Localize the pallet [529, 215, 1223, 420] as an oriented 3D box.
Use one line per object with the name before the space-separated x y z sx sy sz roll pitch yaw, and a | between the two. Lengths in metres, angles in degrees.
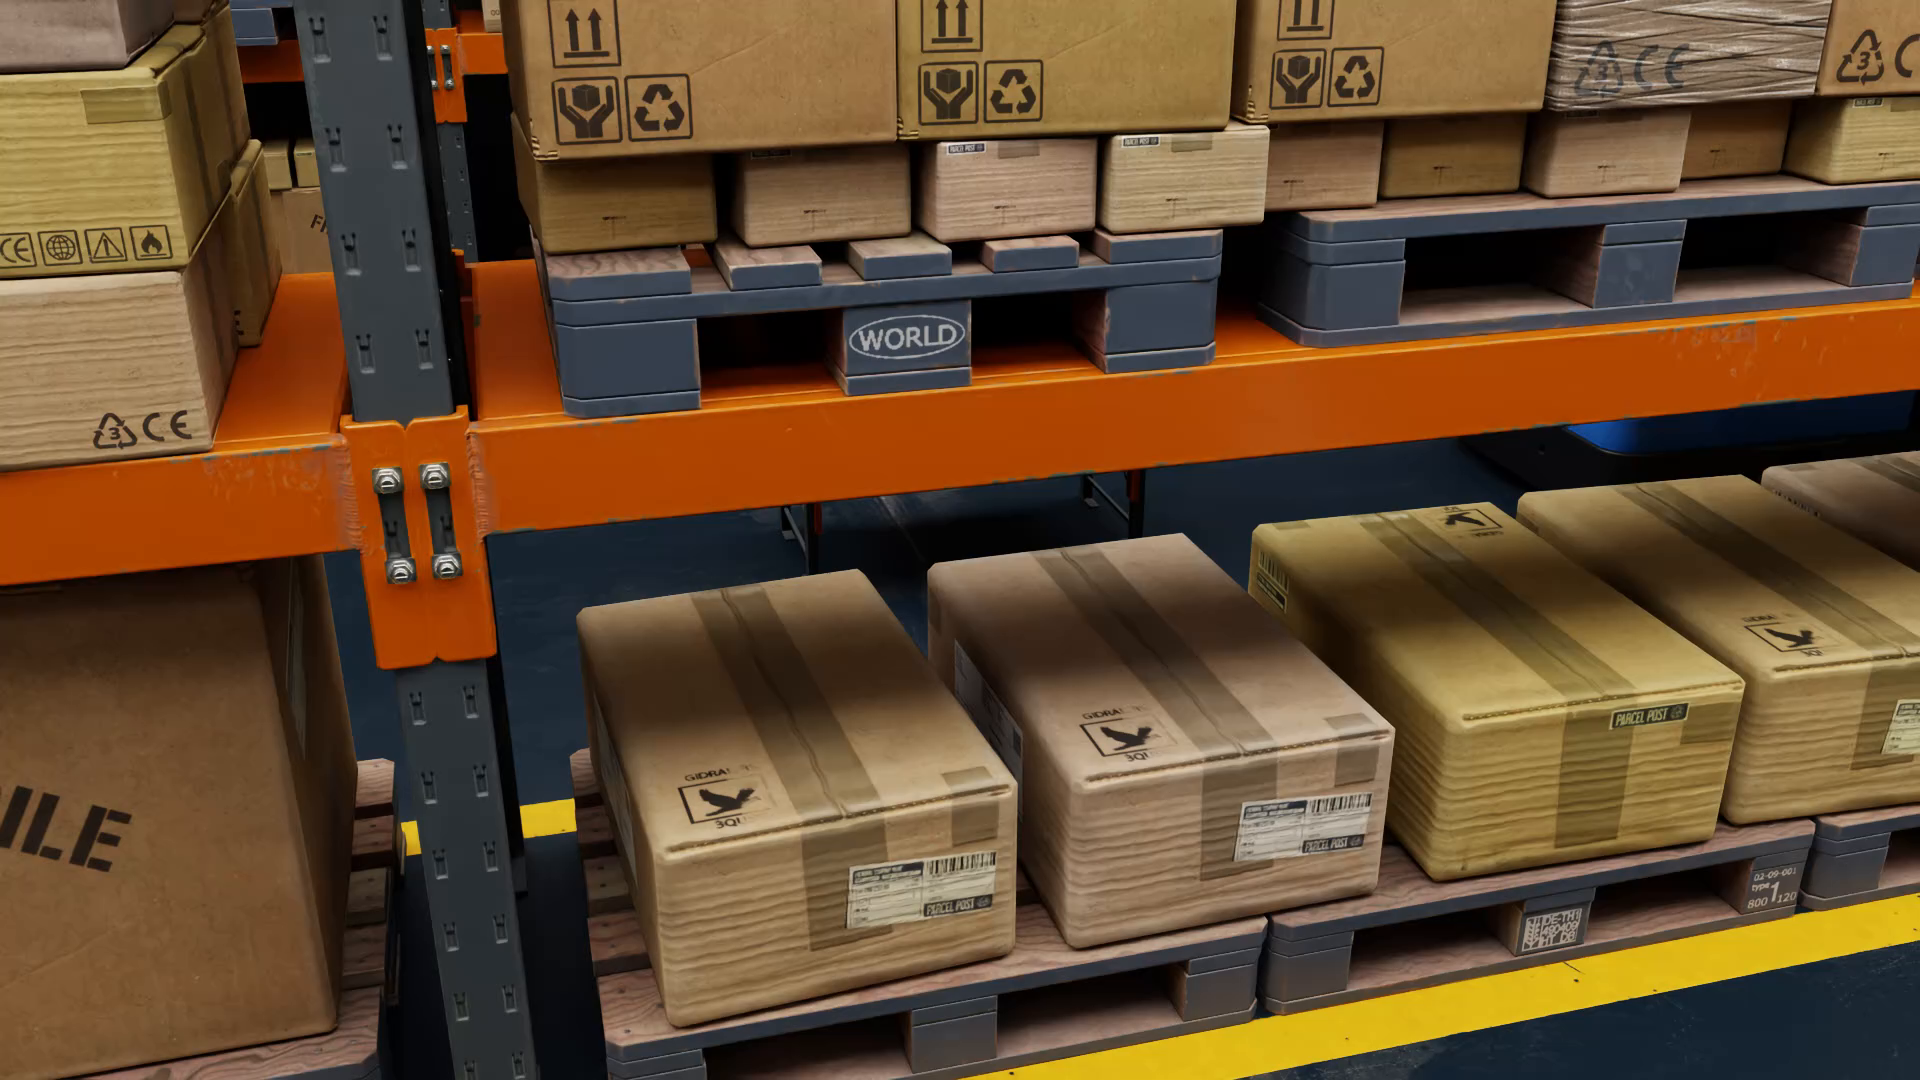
pallet | -0.238 -0.544 2.957 1.003 0.211 1.213 -6 24 -14

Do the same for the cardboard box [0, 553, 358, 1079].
cardboard box | -1.583 0.310 2.886 0.875 0.875 0.875 -7 24 -15

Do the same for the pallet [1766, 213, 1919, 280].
pallet | 2.181 -0.828 3.618 1.213 0.211 1.003 -6 24 -14

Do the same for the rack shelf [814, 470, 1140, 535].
rack shelf | -0.007 -0.292 5.123 1.000 0.278 0.538 -6 24 -14

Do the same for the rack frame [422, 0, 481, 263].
rack frame | -2.240 -2.400 7.039 0.127 3.000 1.000 -6 24 -14

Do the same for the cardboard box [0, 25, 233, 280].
cardboard box | -1.293 -0.529 2.234 0.500 0.250 0.500 -6 24 -15

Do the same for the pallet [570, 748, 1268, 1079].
pallet | -0.143 0.683 3.391 1.213 0.211 1.003 -6 24 -14

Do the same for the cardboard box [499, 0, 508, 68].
cardboard box | -0.533 -1.045 2.846 0.500 0.500 0.500 -7 24 -16

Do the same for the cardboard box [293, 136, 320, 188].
cardboard box | -2.647 -1.593 6.974 0.250 0.149 0.380 -8 24 -17

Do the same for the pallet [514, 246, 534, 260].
pallet | -1.437 -1.191 7.759 1.213 0.211 1.003 -6 24 -14

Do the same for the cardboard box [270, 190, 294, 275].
cardboard box | -3.074 -1.268 7.039 0.500 0.500 0.500 -7 24 -15

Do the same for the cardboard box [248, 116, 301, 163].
cardboard box | -3.089 -1.787 7.425 0.250 0.149 0.380 -6 24 -13

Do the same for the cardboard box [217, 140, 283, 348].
cardboard box | -1.435 -0.490 2.779 0.500 0.250 0.500 -7 24 -15

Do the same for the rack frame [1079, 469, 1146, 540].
rack frame | 0.483 -0.570 5.153 0.032 1.125 0.500 -6 24 -14

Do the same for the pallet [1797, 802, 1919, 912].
pallet | 2.207 0.423 3.996 1.213 0.211 1.003 -6 24 -14

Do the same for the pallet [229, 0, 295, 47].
pallet | -2.874 -2.213 6.846 1.003 0.211 1.213 -6 24 -14

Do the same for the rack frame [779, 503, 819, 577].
rack frame | -0.496 -0.462 4.900 0.032 1.125 0.500 -6 24 -14

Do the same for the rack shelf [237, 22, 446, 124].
rack shelf | -4.166 -1.856 6.684 4.000 0.370 1.077 -6 24 -14

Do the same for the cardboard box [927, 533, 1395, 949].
cardboard box | 0.360 0.361 3.405 0.625 0.372 0.950 -7 24 -15

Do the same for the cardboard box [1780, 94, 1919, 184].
cardboard box | 1.549 -0.757 2.995 0.250 0.149 0.380 -6 24 -14

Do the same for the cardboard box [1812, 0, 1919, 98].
cardboard box | 1.597 -1.075 2.915 0.500 0.500 0.500 -5 24 -13

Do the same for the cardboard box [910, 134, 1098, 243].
cardboard box | 0.025 -0.586 2.598 0.250 0.149 0.380 -8 24 -18

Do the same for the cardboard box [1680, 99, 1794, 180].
cardboard box | 1.267 -0.768 3.021 0.250 0.149 0.380 -7 24 -16

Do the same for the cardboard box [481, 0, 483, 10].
cardboard box | -1.876 -2.476 7.406 0.500 0.250 0.500 -7 24 -15

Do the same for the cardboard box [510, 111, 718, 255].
cardboard box | -0.532 -0.557 2.531 0.250 0.149 0.380 -8 24 -17

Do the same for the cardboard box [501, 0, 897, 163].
cardboard box | -0.400 -0.851 2.394 0.500 0.500 0.500 -7 24 -16

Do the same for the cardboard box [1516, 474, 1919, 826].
cardboard box | 1.760 0.207 3.762 0.625 0.372 0.950 -5 24 -11

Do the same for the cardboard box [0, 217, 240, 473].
cardboard box | -1.312 -0.294 2.322 0.500 0.250 0.500 -7 24 -16

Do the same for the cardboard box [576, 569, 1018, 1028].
cardboard box | -0.349 0.442 3.215 0.625 0.372 0.950 -8 24 -18

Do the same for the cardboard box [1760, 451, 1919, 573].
cardboard box | 2.452 0.130 3.944 0.625 0.372 0.950 -6 24 -14

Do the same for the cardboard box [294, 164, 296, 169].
cardboard box | -2.721 -1.506 7.592 0.500 0.500 0.500 -5 24 -12

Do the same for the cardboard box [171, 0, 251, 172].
cardboard box | -1.450 -0.716 2.672 0.500 0.250 0.500 -6 24 -15

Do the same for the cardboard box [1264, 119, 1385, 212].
cardboard box | 0.506 -0.663 2.777 0.250 0.149 0.380 -5 24 -11

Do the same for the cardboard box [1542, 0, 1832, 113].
cardboard box | 1.093 -1.019 2.784 0.500 0.500 0.500 -7 24 -16

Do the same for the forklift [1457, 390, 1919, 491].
forklift | 3.325 -1.652 5.384 3.031 2.935 1.130 -6 24 -13

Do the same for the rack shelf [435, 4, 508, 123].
rack shelf | -0.314 -2.282 7.677 4.000 0.370 1.077 -6 24 -14

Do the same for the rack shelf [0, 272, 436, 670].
rack shelf | -2.821 0.028 2.293 4.000 0.370 1.077 -6 24 -14

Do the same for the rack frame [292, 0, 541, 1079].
rack frame | -0.895 -0.516 2.648 0.127 3.000 1.000 -6 24 -14

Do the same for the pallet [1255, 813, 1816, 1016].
pallet | 1.030 0.554 3.690 1.213 0.211 1.003 -6 24 -14

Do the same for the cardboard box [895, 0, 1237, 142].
cardboard box | 0.100 -0.910 2.529 0.500 0.500 0.500 -5 24 -12

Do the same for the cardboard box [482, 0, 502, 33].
cardboard box | -1.747 -2.285 6.962 0.500 0.250 0.500 -6 24 -14

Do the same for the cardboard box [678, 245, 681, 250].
cardboard box | -1.636 -1.563 7.567 0.625 0.625 0.875 -6 24 -13

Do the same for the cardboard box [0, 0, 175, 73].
cardboard box | -1.323 -0.867 2.071 0.500 0.500 0.500 -7 24 -16

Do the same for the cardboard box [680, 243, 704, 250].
cardboard box | -1.009 -1.635 7.736 0.625 0.625 0.875 -6 24 -13

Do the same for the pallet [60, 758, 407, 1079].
pallet | -1.675 0.821 3.069 1.213 0.211 1.003 -6 24 -14

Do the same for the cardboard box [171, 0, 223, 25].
cardboard box | -1.436 -1.062 2.525 0.500 0.500 0.500 -7 24 -16

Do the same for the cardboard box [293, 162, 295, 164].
cardboard box | -3.199 -1.461 7.488 0.500 0.500 0.500 -6 24 -14

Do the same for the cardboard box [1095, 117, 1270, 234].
cardboard box | 0.295 -0.608 2.648 0.250 0.149 0.380 -6 24 -14

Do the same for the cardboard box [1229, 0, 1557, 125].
cardboard box | 0.610 -0.969 2.667 0.500 0.500 0.500 -6 24 -13

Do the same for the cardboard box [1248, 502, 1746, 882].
cardboard box | 1.091 0.282 3.588 0.625 0.372 0.950 -6 24 -13

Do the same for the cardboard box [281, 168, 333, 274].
cardboard box | -2.589 -1.317 7.154 0.500 0.500 0.500 -6 24 -13

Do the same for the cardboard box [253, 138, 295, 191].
cardboard box | -2.901 -1.553 6.879 0.250 0.149 0.380 -8 24 -17

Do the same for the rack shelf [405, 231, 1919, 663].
rack shelf | 1.030 -0.398 3.286 4.000 0.370 1.077 -6 24 -14

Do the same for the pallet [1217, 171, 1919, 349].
pallet | 0.999 -0.654 3.213 1.213 0.211 1.003 -6 24 -14

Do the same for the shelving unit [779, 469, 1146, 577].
shelving unit | -0.007 -0.516 5.027 1.048 1.125 0.538 -6 24 -14

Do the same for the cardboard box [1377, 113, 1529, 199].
cardboard box | 0.768 -0.708 2.882 0.250 0.149 0.380 -5 24 -12

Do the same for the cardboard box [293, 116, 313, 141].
cardboard box | -2.826 -1.805 7.467 0.250 0.149 0.380 -5 24 -12

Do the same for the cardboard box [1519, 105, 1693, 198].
cardboard box | 1.037 -0.711 2.889 0.250 0.149 0.380 -6 24 -13

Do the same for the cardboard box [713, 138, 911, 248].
cardboard box | -0.251 -0.575 2.571 0.250 0.149 0.380 -8 24 -18
